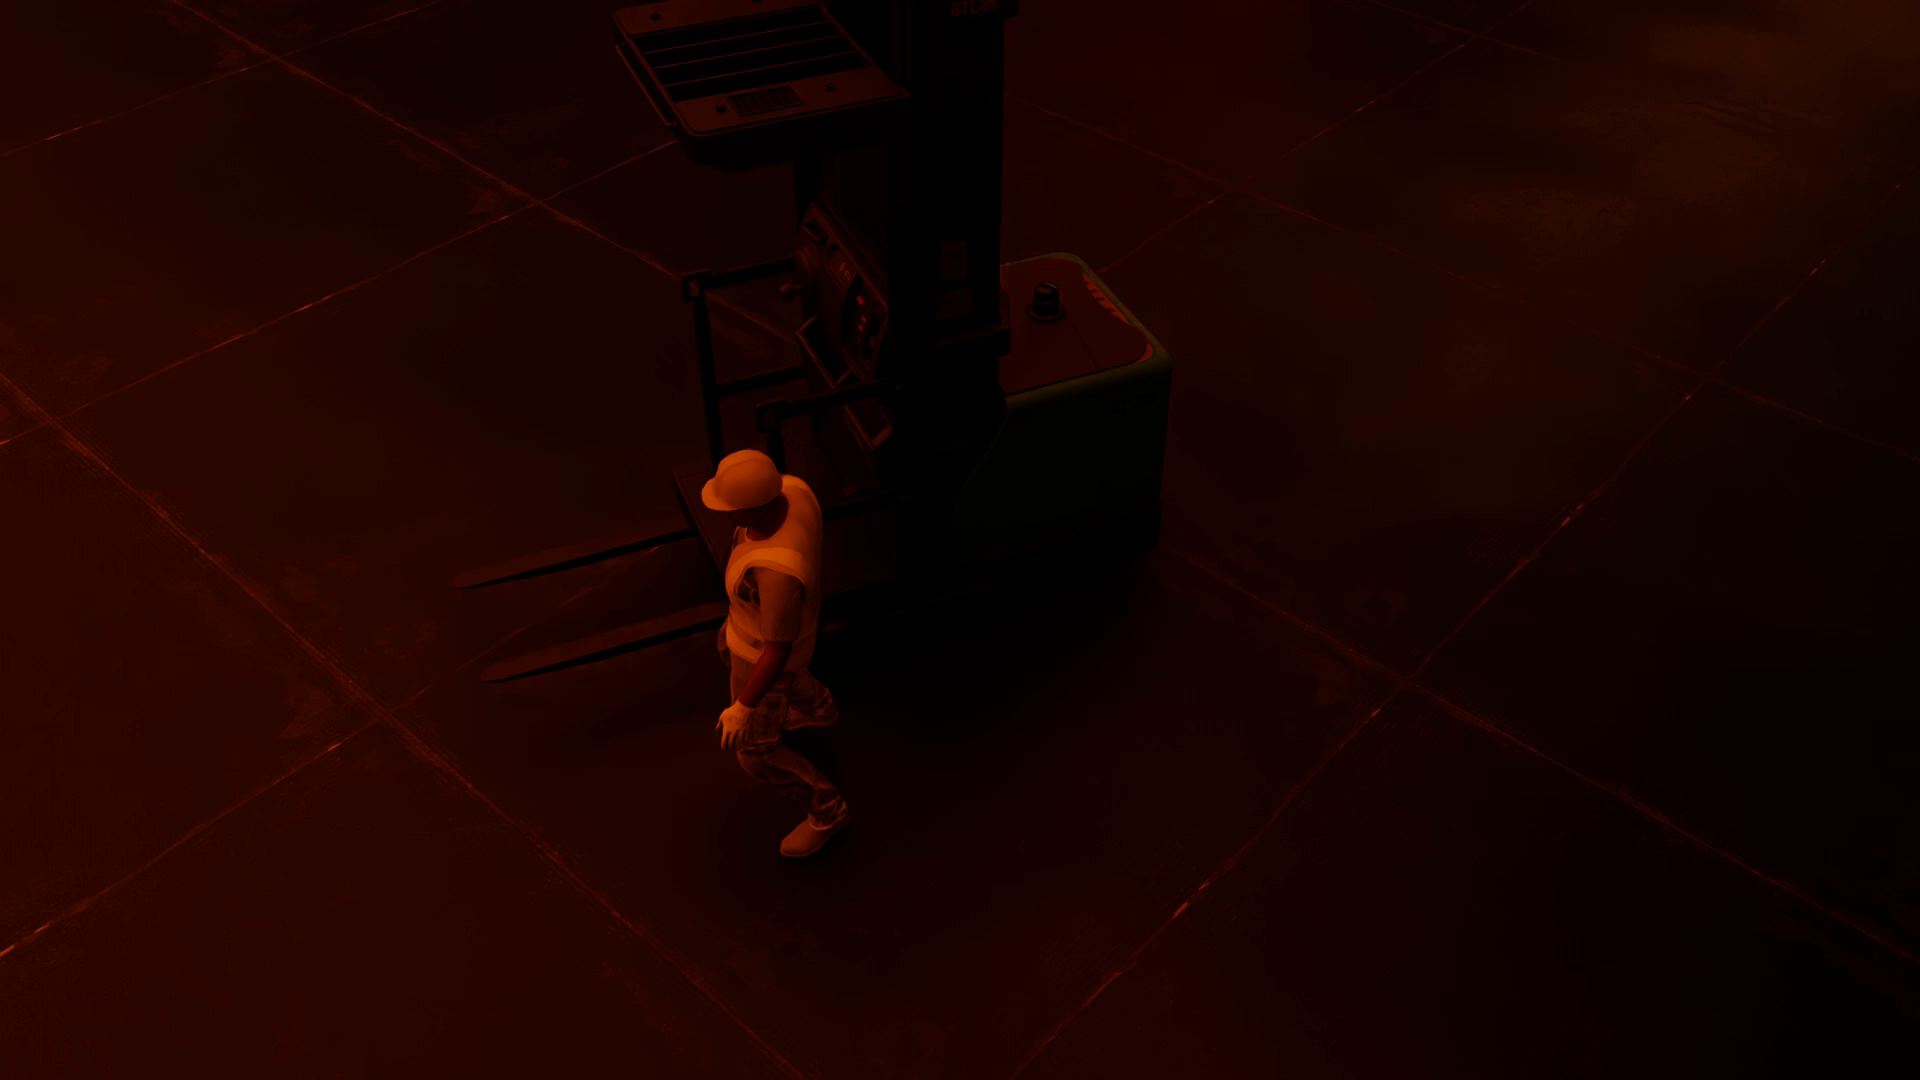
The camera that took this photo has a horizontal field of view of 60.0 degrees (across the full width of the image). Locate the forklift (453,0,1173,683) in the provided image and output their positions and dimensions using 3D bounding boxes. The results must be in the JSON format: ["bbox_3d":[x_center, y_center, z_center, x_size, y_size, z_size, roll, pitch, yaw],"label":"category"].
[{"bbox_3d":[-0.656,-0.963,6.551,3.031,2.935,1.130,-16,43,-17],"label":"forklift"}]

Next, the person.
[{"bbox_3d":[-0.681,0.312,6.023,0.541,1.681,0.951,2,41,2],"label":"person"}]
